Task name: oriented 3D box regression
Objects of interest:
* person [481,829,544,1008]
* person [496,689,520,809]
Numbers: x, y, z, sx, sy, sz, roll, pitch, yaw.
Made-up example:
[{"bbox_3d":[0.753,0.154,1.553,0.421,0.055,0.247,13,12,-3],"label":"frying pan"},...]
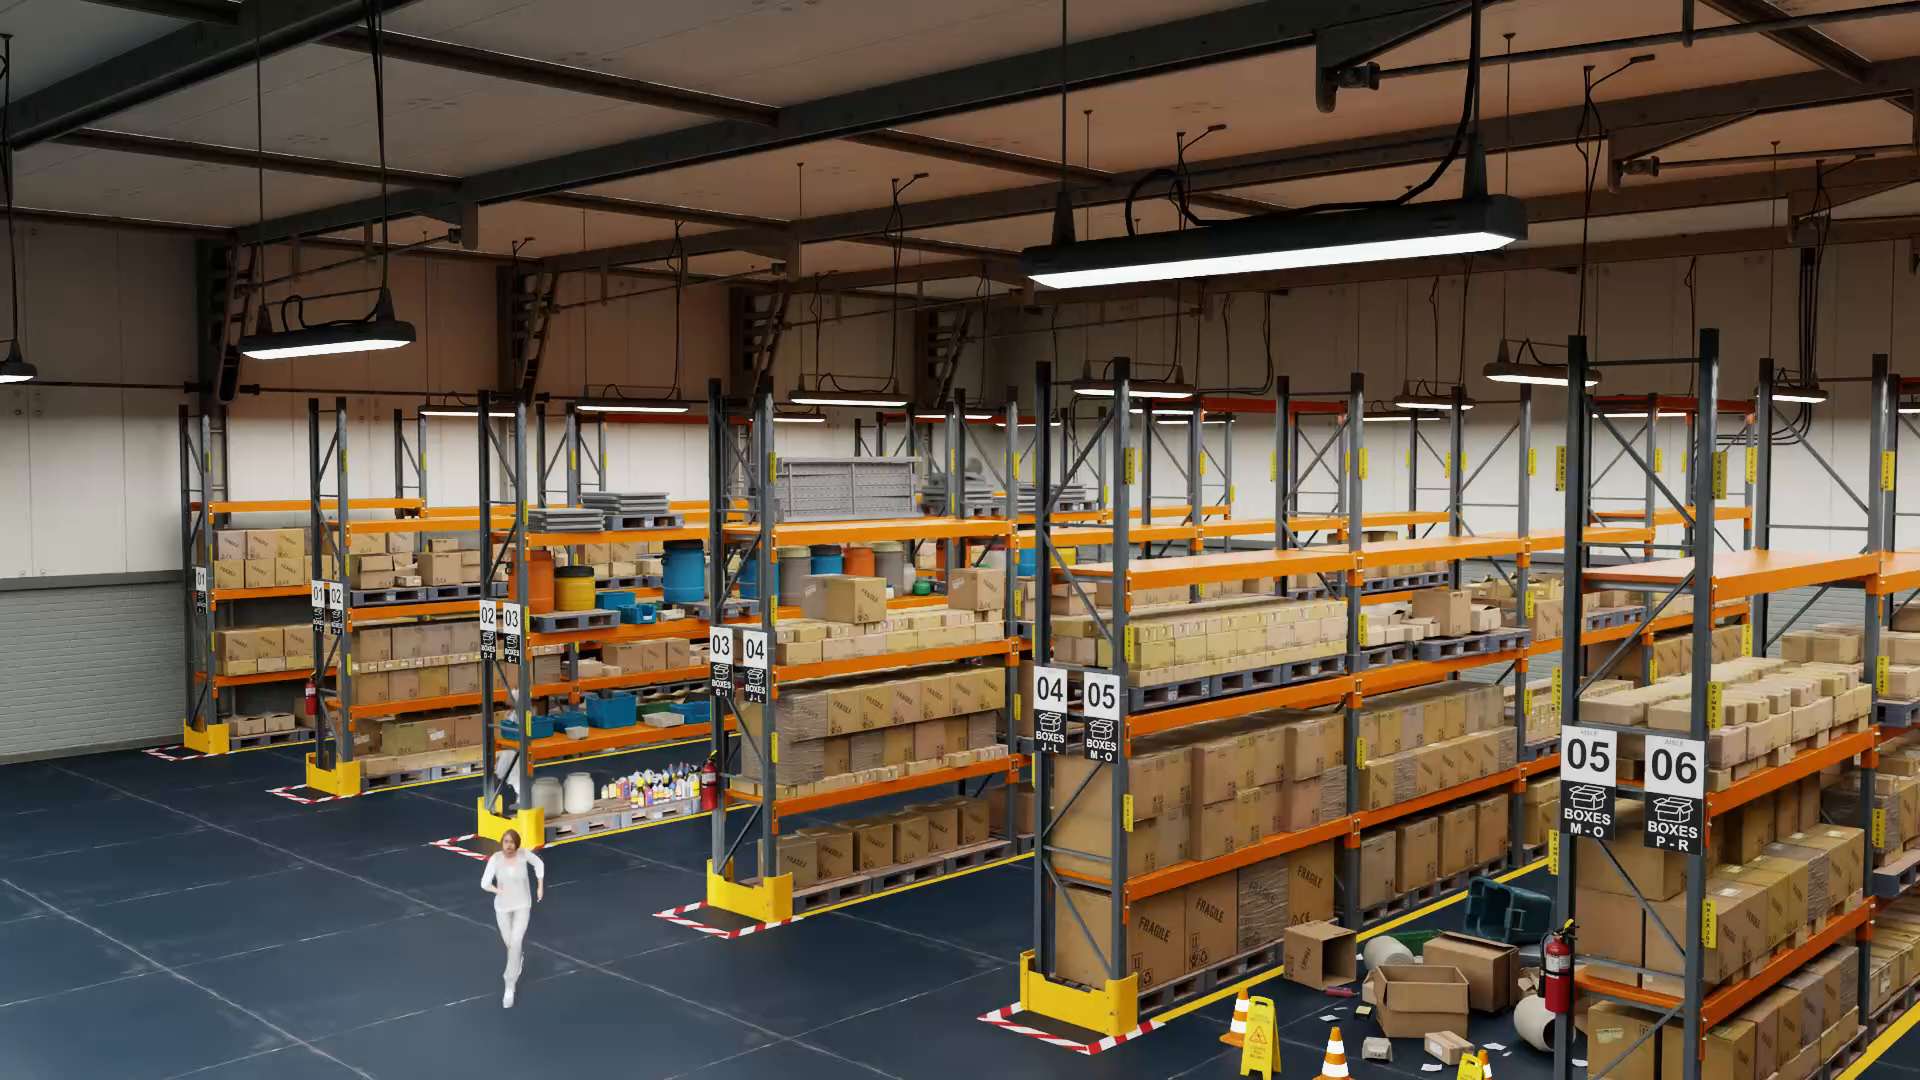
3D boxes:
[{"bbox_3d":[-4.269,3.531,15.875,0.562,1.620,0.875,0,3,-9],"label":"person"},{"bbox_3d":[-6.451,3.024,24.014,0.606,1.748,0.638,-3,4,-41],"label":"person"}]
